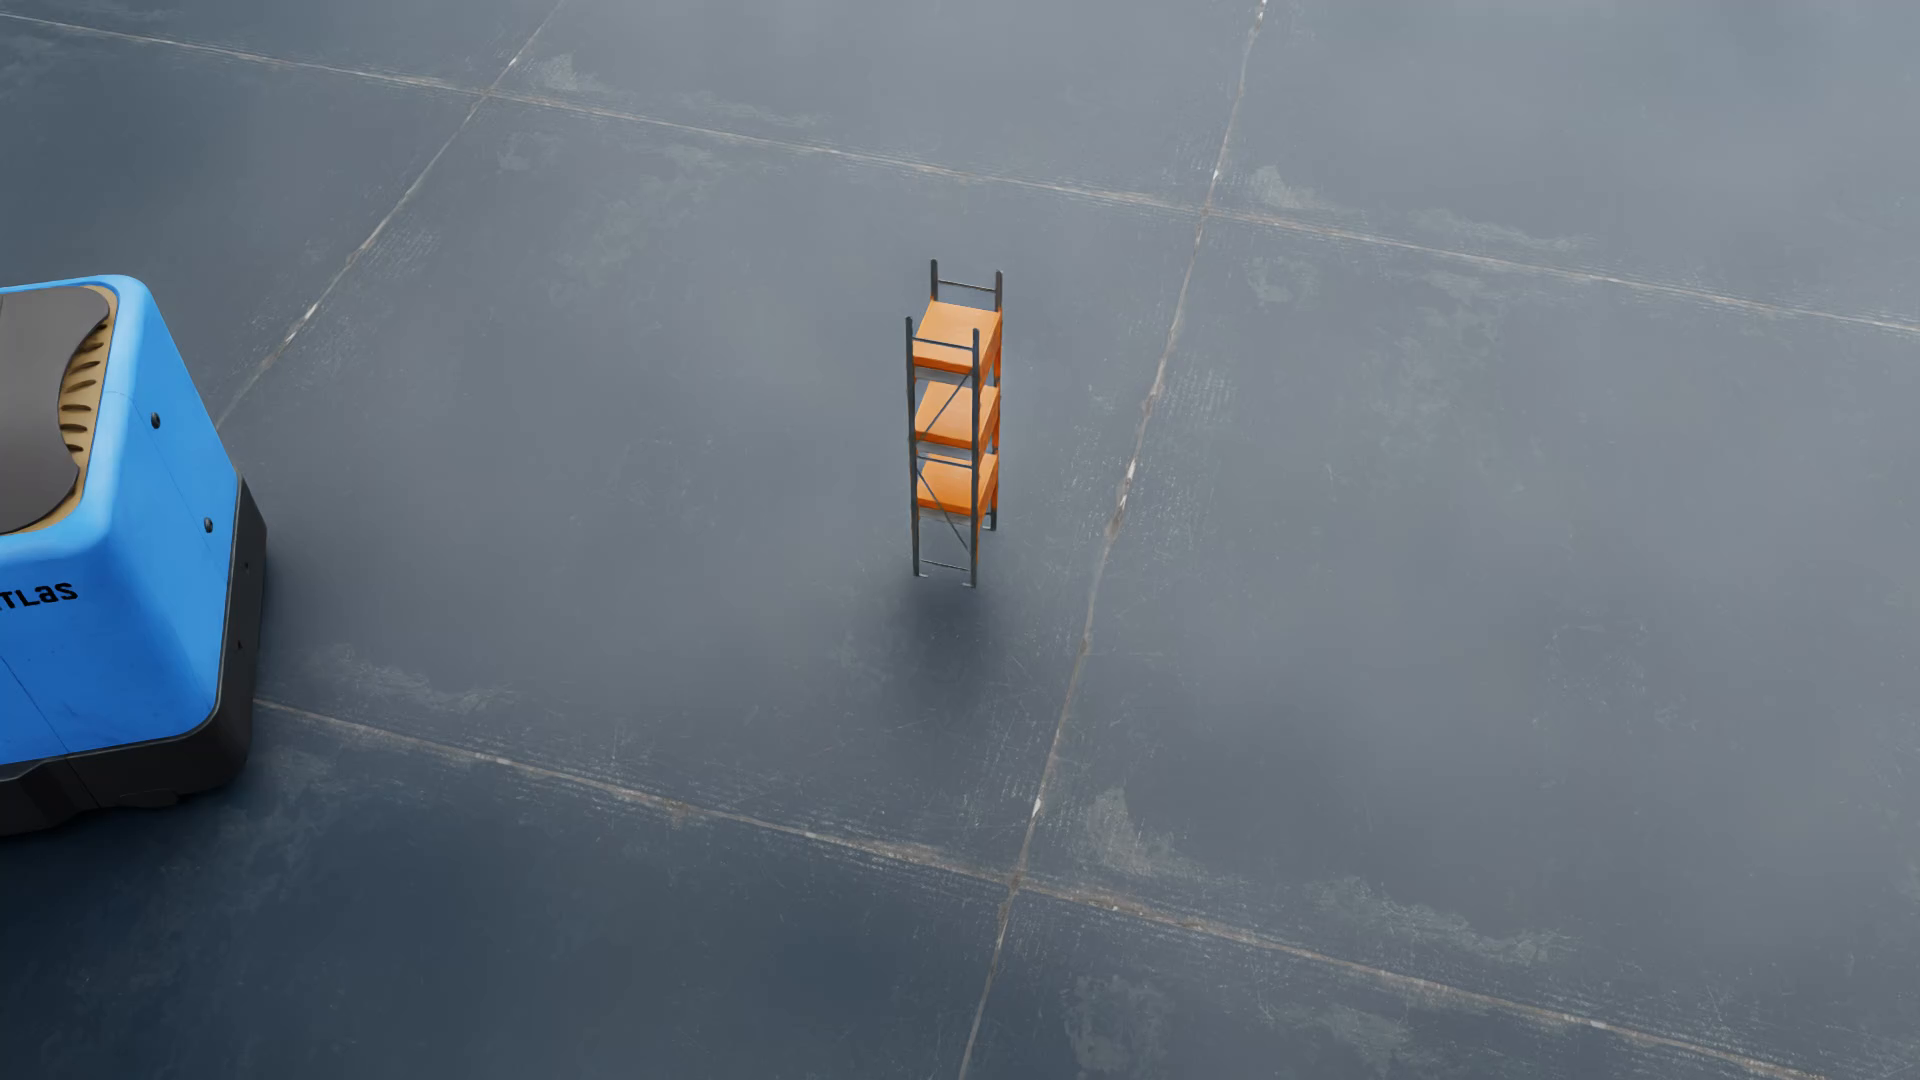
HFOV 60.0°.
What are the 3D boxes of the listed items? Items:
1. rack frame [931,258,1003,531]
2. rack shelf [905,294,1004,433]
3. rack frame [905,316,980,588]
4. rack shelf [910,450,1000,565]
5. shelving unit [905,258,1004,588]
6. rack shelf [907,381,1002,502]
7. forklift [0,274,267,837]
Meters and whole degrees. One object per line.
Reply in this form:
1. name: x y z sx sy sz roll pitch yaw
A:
1. rack frame: 0.018 -0.397 4.900 0.200 1.050 0.008 12 50 10
2. rack shelf: -0.014 -0.489 4.617 0.215 0.259 0.240 12 50 10
3. rack frame: -0.046 -0.220 4.744 0.200 1.050 0.008 12 50 10
4. rack shelf: -0.014 -0.118 5.039 0.215 0.259 0.240 12 50 10
5. shelving unit: -0.014 -0.309 4.822 0.215 1.050 0.252 12 50 10
6. rack shelf: -0.014 -0.302 4.830 0.215 0.259 0.240 12 50 10
7. forklift: -3.551 -0.402 3.650 3.031 2.935 1.130 -9 49 -8
